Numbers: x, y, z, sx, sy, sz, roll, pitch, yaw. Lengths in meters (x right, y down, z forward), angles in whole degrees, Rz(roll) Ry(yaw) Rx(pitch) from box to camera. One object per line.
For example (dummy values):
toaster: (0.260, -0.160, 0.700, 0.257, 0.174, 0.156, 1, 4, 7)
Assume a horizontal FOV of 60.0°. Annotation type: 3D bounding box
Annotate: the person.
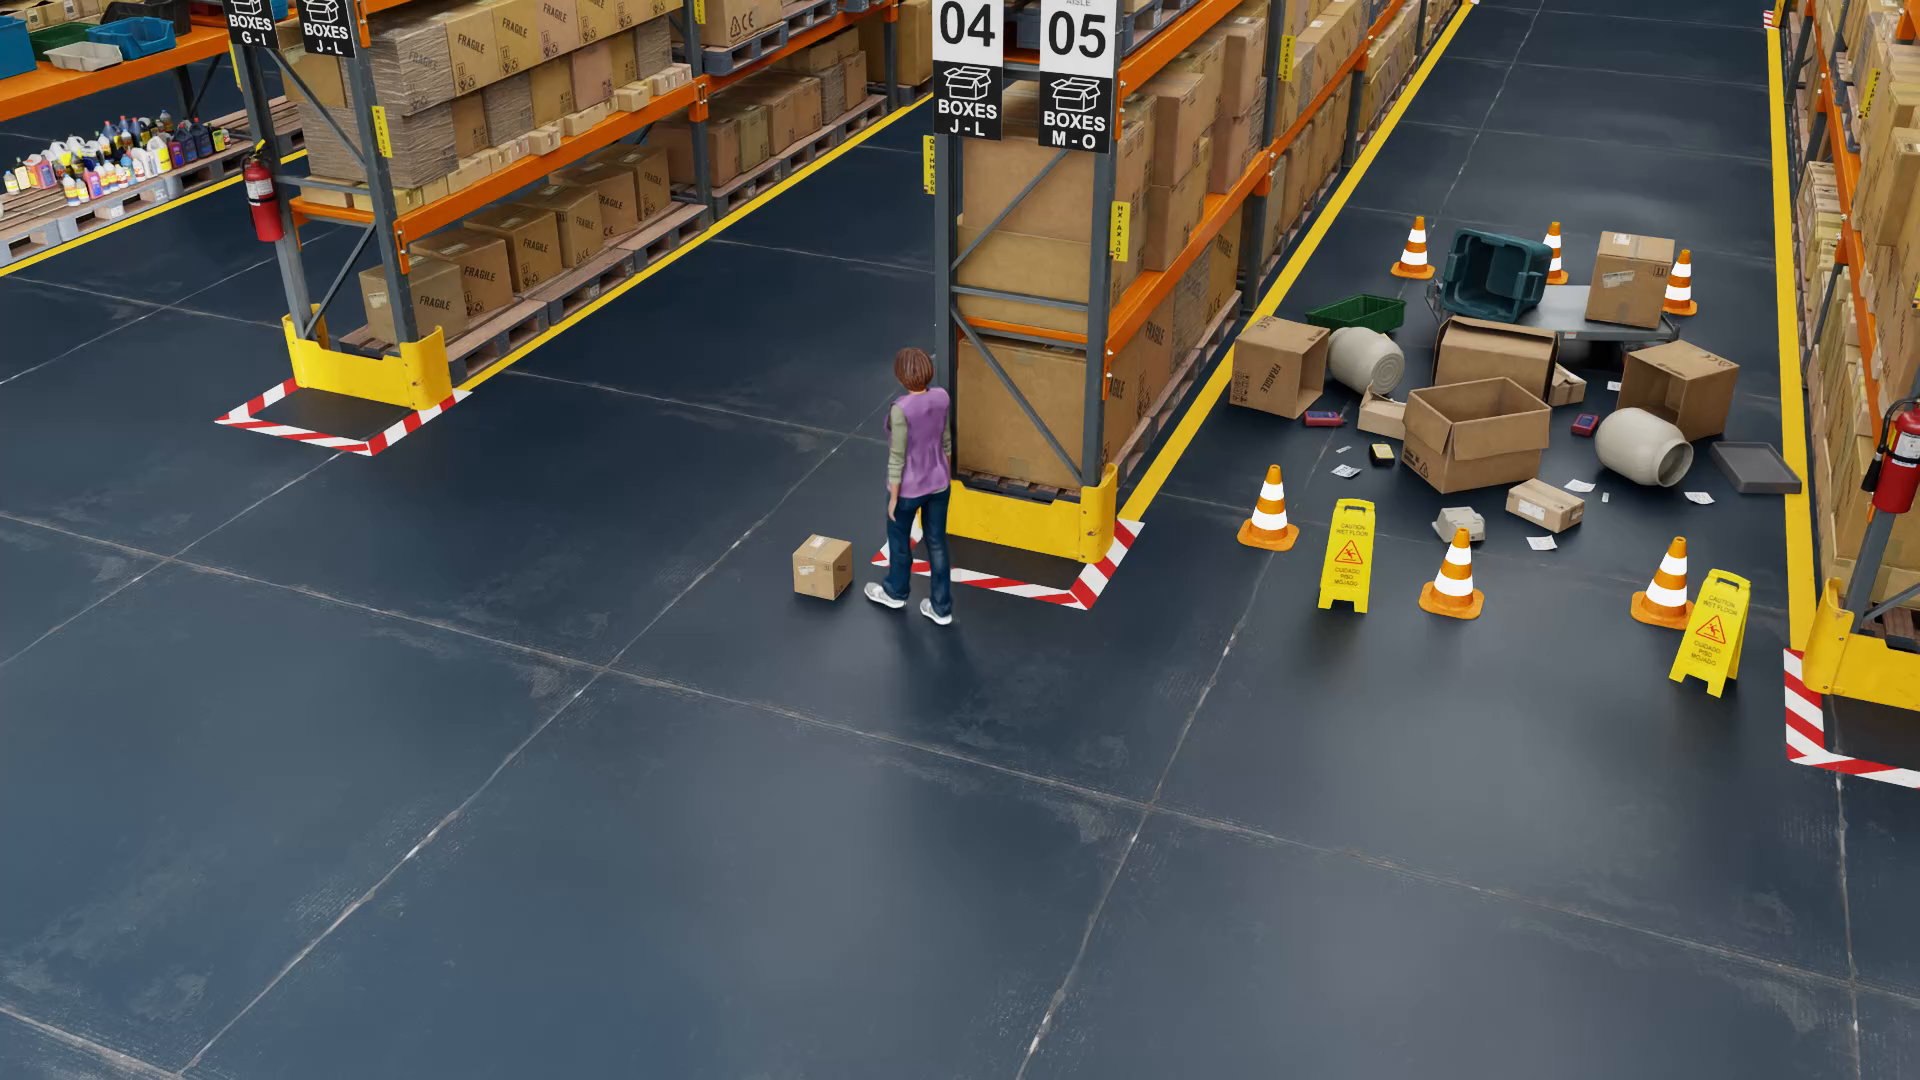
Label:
person: (-0.253, -0.306, 8.897, 0.424, 1.589, 0.598, -19, 35, -29)
